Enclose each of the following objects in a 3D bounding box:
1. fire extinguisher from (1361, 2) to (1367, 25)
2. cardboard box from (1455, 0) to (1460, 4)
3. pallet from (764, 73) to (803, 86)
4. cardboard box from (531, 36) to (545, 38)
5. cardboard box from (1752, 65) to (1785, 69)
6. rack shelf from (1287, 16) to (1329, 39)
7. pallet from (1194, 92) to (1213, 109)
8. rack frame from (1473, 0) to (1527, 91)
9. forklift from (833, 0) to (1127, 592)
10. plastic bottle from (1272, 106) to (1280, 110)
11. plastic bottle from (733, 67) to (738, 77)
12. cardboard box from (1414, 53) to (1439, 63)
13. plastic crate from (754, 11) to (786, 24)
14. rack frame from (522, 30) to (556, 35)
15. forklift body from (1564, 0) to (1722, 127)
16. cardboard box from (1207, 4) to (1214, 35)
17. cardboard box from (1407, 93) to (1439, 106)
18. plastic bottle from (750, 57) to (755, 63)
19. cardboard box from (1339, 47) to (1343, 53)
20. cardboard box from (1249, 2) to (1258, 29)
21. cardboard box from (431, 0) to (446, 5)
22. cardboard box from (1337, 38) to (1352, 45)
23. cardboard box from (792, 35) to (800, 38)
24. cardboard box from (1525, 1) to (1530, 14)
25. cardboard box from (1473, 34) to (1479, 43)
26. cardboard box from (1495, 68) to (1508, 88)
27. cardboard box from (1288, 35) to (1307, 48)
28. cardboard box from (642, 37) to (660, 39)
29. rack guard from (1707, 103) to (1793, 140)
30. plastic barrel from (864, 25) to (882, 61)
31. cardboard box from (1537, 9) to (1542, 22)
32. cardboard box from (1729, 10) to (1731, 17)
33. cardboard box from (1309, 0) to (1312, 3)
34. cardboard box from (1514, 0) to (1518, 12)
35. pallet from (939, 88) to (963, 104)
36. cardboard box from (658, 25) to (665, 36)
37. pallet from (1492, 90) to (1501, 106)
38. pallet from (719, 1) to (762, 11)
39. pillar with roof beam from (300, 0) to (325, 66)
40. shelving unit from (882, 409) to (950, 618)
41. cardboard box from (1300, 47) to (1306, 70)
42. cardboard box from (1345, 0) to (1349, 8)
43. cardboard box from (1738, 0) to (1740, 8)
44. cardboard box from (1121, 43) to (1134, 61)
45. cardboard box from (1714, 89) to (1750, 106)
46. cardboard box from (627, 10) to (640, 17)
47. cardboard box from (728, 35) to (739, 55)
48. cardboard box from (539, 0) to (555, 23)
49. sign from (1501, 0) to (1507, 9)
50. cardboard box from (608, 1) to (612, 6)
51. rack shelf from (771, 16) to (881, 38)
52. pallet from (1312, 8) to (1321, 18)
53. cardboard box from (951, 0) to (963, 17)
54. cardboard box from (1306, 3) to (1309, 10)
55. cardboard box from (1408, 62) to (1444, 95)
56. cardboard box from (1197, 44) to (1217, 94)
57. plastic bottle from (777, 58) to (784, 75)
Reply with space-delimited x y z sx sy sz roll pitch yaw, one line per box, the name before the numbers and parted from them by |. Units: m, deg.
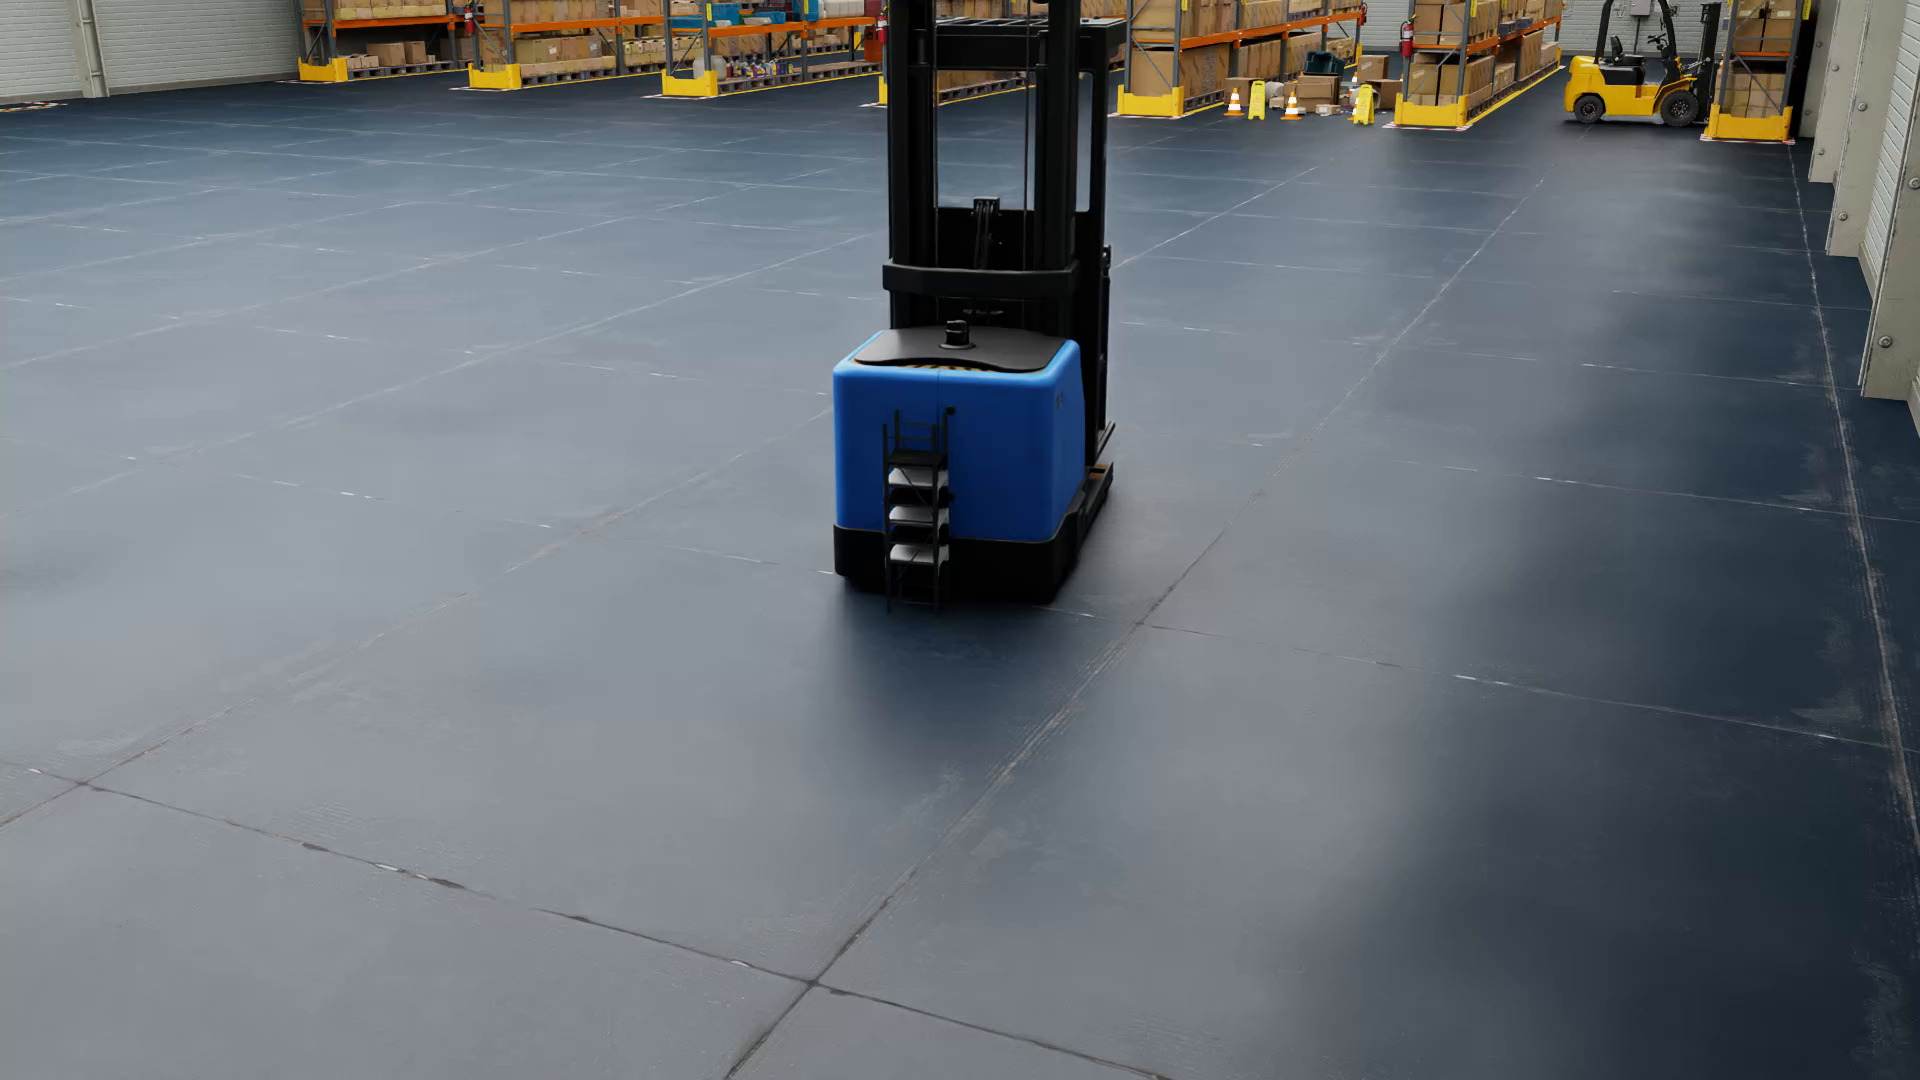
fire extinguisher | 10.537 -13.853 43.618 0.296 0.674 0.183 9 21 23
cardboard box | 8.243 -9.510 28.649 0.700 0.500 0.500 9 21 23
pallet | -4.216 -10.261 37.006 1.003 0.211 1.213 9 21 23
cardboard box | -9.508 -11.153 37.711 0.500 0.500 0.500 9 21 23
cardboard box | 13.748 -7.942 28.308 0.500 0.250 0.500 9 21 23
rack shelf | 7.556 -11.879 38.467 1.077 0.370 4.000 9 21 23
pallet | 4.218 -8.473 31.980 1.003 0.211 1.213 9 21 23
rack frame | 11.295 -10.958 34.804 1.000 3.000 0.127 9 21 23
forklift | 0.235 -1.601 8.595 1.130 2.935 3.031 4 20 12
plastic bottle | 5.911 -8.081 31.101 0.133 0.061 0.283 1 20 4
plastic bottle | -4.882 -10.166 36.098 0.097 0.201 0.097 0 20 0
cardboard box | 8.198 -8.476 29.214 0.380 0.149 0.250 9 22 24
plastic crate | -4.108 -11.329 36.069 0.499 0.251 0.616 9 21 23
rack frame | -11.303 -14.357 44.361 1.000 3.000 0.127 9 21 23
forklift body | 11.661 -8.262 28.492 2.313 2.155 1.214 9 21 23
cardboard box | 4.300 -9.844 31.447 0.875 0.550 0.500 9 21 23
cardboard box | 8.114 -7.706 29.137 0.500 0.250 0.500 8 21 22
plastic bottle | -4.612 -10.544 36.937 0.144 0.351 0.185 9 22 24
cardboard box | 9.437 -12.363 41.939 0.380 0.149 0.250 9 21 23
cardboard box | 5.766 -10.709 33.954 0.500 0.500 0.500 9 21 23
cardboard box | -12.853 -13.239 40.293 0.500 0.500 0.500 8 21 23
cardboard box | 9.882 -12.824 42.793 0.380 0.149 0.250 8 21 21
cardboard box | -4.863 -14.284 47.512 0.500 0.311 0.500 9 21 23
cardboard box | 11.728 -11.244 35.086 0.500 0.250 0.500 8 21 22
cardboard box | 8.766 -8.690 28.801 0.380 0.149 0.250 9 21 24
cardboard box | 10.444 -9.288 33.405 0.950 0.372 0.625 9 22 24
cardboard box | 7.663 -11.462 38.206 0.500 0.250 0.500 9 21 23
cardboard box | -7.683 -12.407 41.520 0.500 0.311 0.500 8 21 21
rack guard | 12.539 -6.647 26.414 1.175 0.500 0.348 9 21 23
plastic barrel | -2.080 -12.324 41.259 0.600 0.830 0.708 9 21 23
cardboard box | 12.769 -11.783 37.347 0.500 0.250 0.500 8 21 22
cardboard box | 15.744 -10.611 33.577 0.380 0.149 0.250 9 21 24
cardboard box | 7.966 -12.580 38.670 0.380 0.149 0.250 7 21 20
cardboard box | 10.730 -10.685 32.817 0.500 0.500 0.500 8 21 20
pallet | -0.626 -8.825 32.968 1.003 0.211 1.213 9 21 23
cardboard box | -9.057 -14.967 49.181 0.700 0.500 0.500 8 21 22
pallet | 9.974 -8.659 32.503 1.003 0.211 1.213 9 21 23
pallet | -5.990 -14.183 44.158 1.003 0.211 1.213 9 21 23
pillar with roof beam | -11.154 -14.480 35.754 9.100 9.000 0.400 9 21 23
shelving unit | -0.194 -0.116 7.443 0.258 0.900 0.210 4 22 12
cardboard box | 7.668 -11.119 38.362 0.500 0.500 0.500 8 21 21
cardboard box | 9.436 -13.602 41.647 0.500 0.500 0.500 10 22 25
cardboard box | 12.576 -8.543 26.454 0.380 0.149 0.250 9 21 23
cardboard box | 3.648 -12.539 41.794 1.225 0.875 0.875 9 21 23
cardboard box | 12.463 -7.162 26.861 0.500 0.250 0.500 8 21 22
cardboard box | -7.871 -12.580 39.739 0.380 0.149 0.250 9 21 23
cardboard box | -6.126 -12.968 43.531 0.500 0.500 0.500 8 21 21
cardboard box | -9.436 -11.733 36.834 0.700 0.500 0.500 9 21 23
sign | 10.155 -10.071 31.018 0.100 0.325 0.005 9 21 23
cardboard box | -9.990 -15.020 46.573 0.380 0.149 0.250 9 21 23
rack shelf | -3.084 -12.047 38.940 1.077 0.370 4.000 9 21 23
pallet | 7.930 -12.525 39.497 1.003 0.211 1.213 9 21 23
cardboard box | -0.433 -10.540 33.036 0.875 0.500 0.500 9 21 23
cardboard box | 7.863 -12.361 38.498 0.380 0.149 0.250 10 22 25
cardboard box | 8.109 -8.049 28.981 0.500 0.500 0.500 9 21 23
cardboard box | 4.412 -9.121 32.184 0.875 0.875 0.875 9 21 23
plastic bottle | -3.982 -10.439 36.641 0.144 0.351 0.185 7 21 20
